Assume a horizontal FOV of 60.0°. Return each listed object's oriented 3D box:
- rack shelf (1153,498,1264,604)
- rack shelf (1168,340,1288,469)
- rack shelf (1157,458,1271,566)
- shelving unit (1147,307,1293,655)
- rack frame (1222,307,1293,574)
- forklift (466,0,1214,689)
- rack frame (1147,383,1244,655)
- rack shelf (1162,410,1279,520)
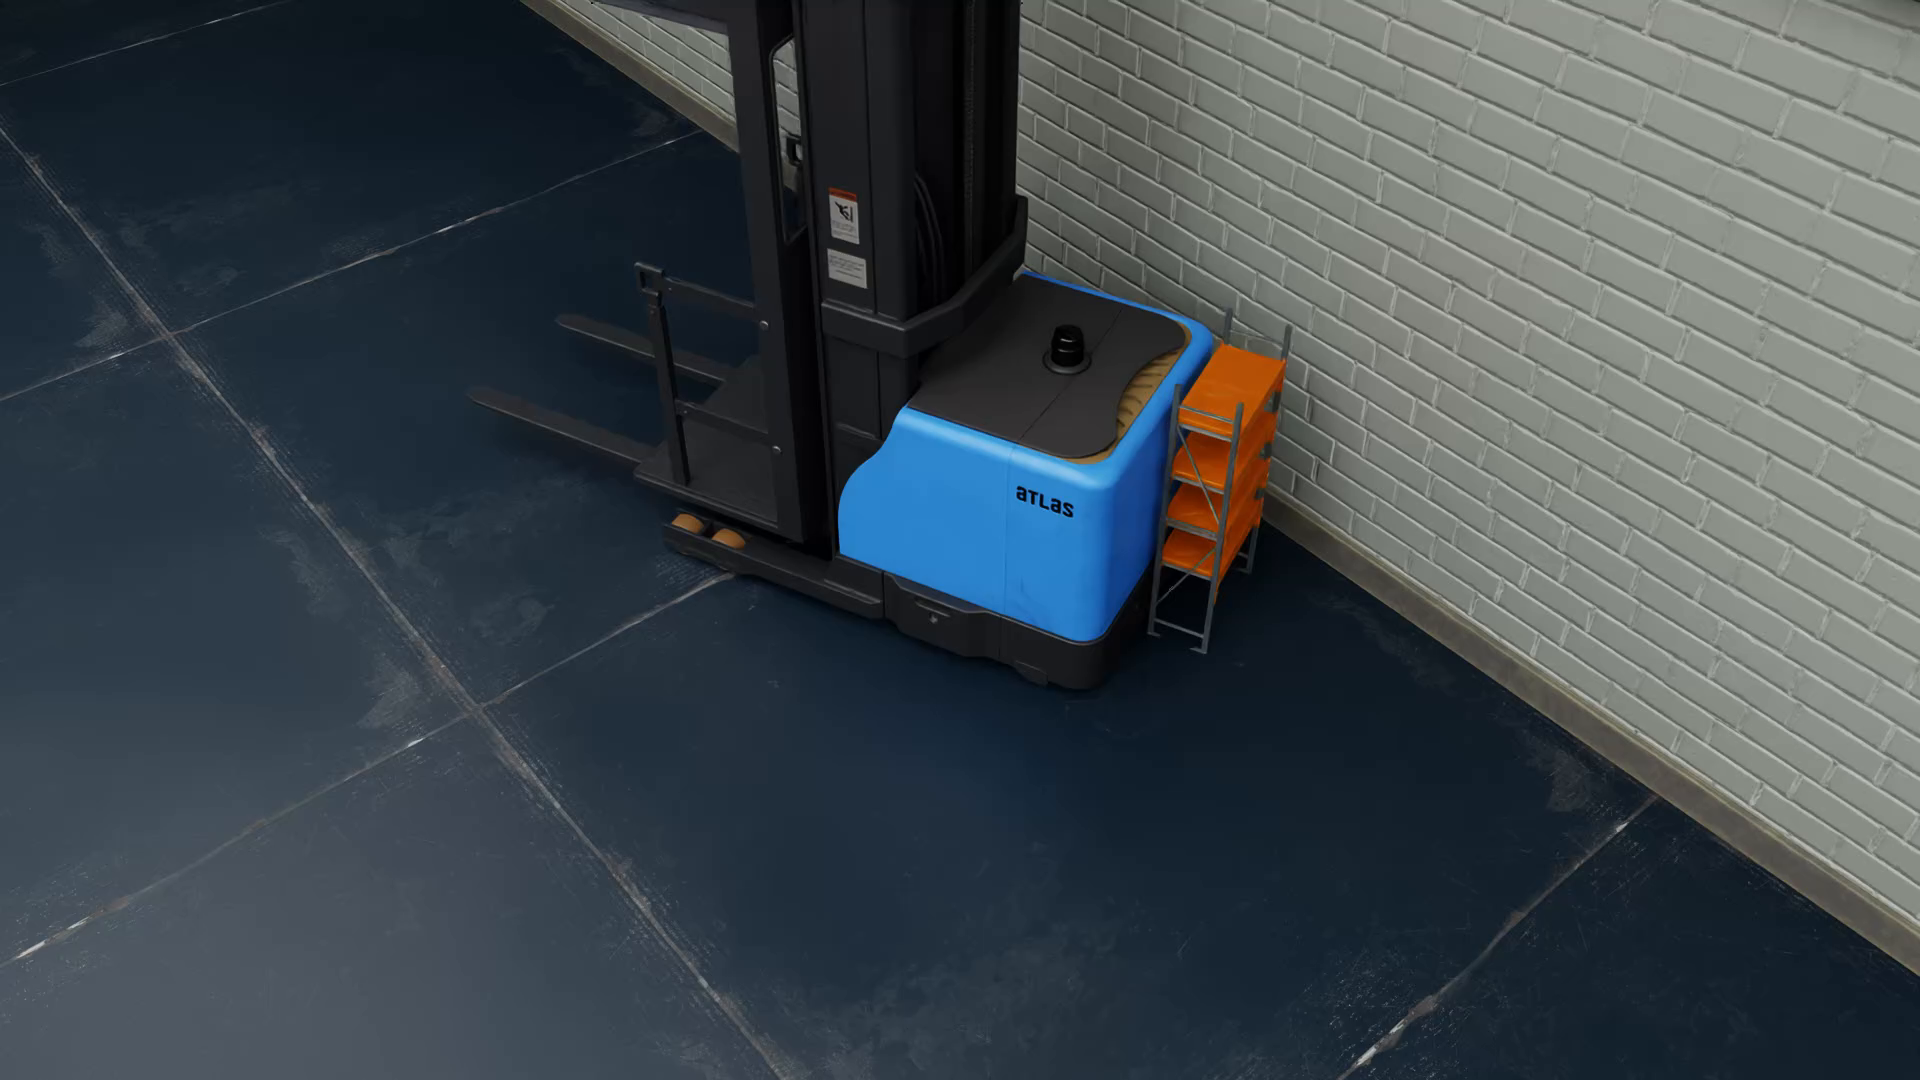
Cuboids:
[{"bbox_3d":[0.938,0.000,6.262,0.258,0.148,0.480,19,47,19],"label":"rack shelf"},{"bbox_3d":[0.938,-0.480,5.811,0.258,0.148,0.480,19,47,19],"label":"rack shelf"},{"bbox_3d":[0.938,-0.145,6.126,0.258,0.148,0.480,19,47,19],"label":"rack shelf"},{"bbox_3d":[0.938,-0.194,6.080,0.258,1.200,0.503,19,47,19],"label":"shelving unit"},{"bbox_3d":[1.050,-0.343,6.238,0.240,1.200,0.015,19,47,19],"label":"rack frame"},{"bbox_3d":[-0.614,-1.245,5.935,3.031,2.935,1.130,20,47,20],"label":"forklift"},{"bbox_3d":[0.826,-0.046,5.922,0.240,1.200,0.015,19,47,19],"label":"rack frame"},{"bbox_3d":[0.938,-0.308,5.973,0.258,0.148,0.480,19,47,19],"label":"rack shelf"}]
